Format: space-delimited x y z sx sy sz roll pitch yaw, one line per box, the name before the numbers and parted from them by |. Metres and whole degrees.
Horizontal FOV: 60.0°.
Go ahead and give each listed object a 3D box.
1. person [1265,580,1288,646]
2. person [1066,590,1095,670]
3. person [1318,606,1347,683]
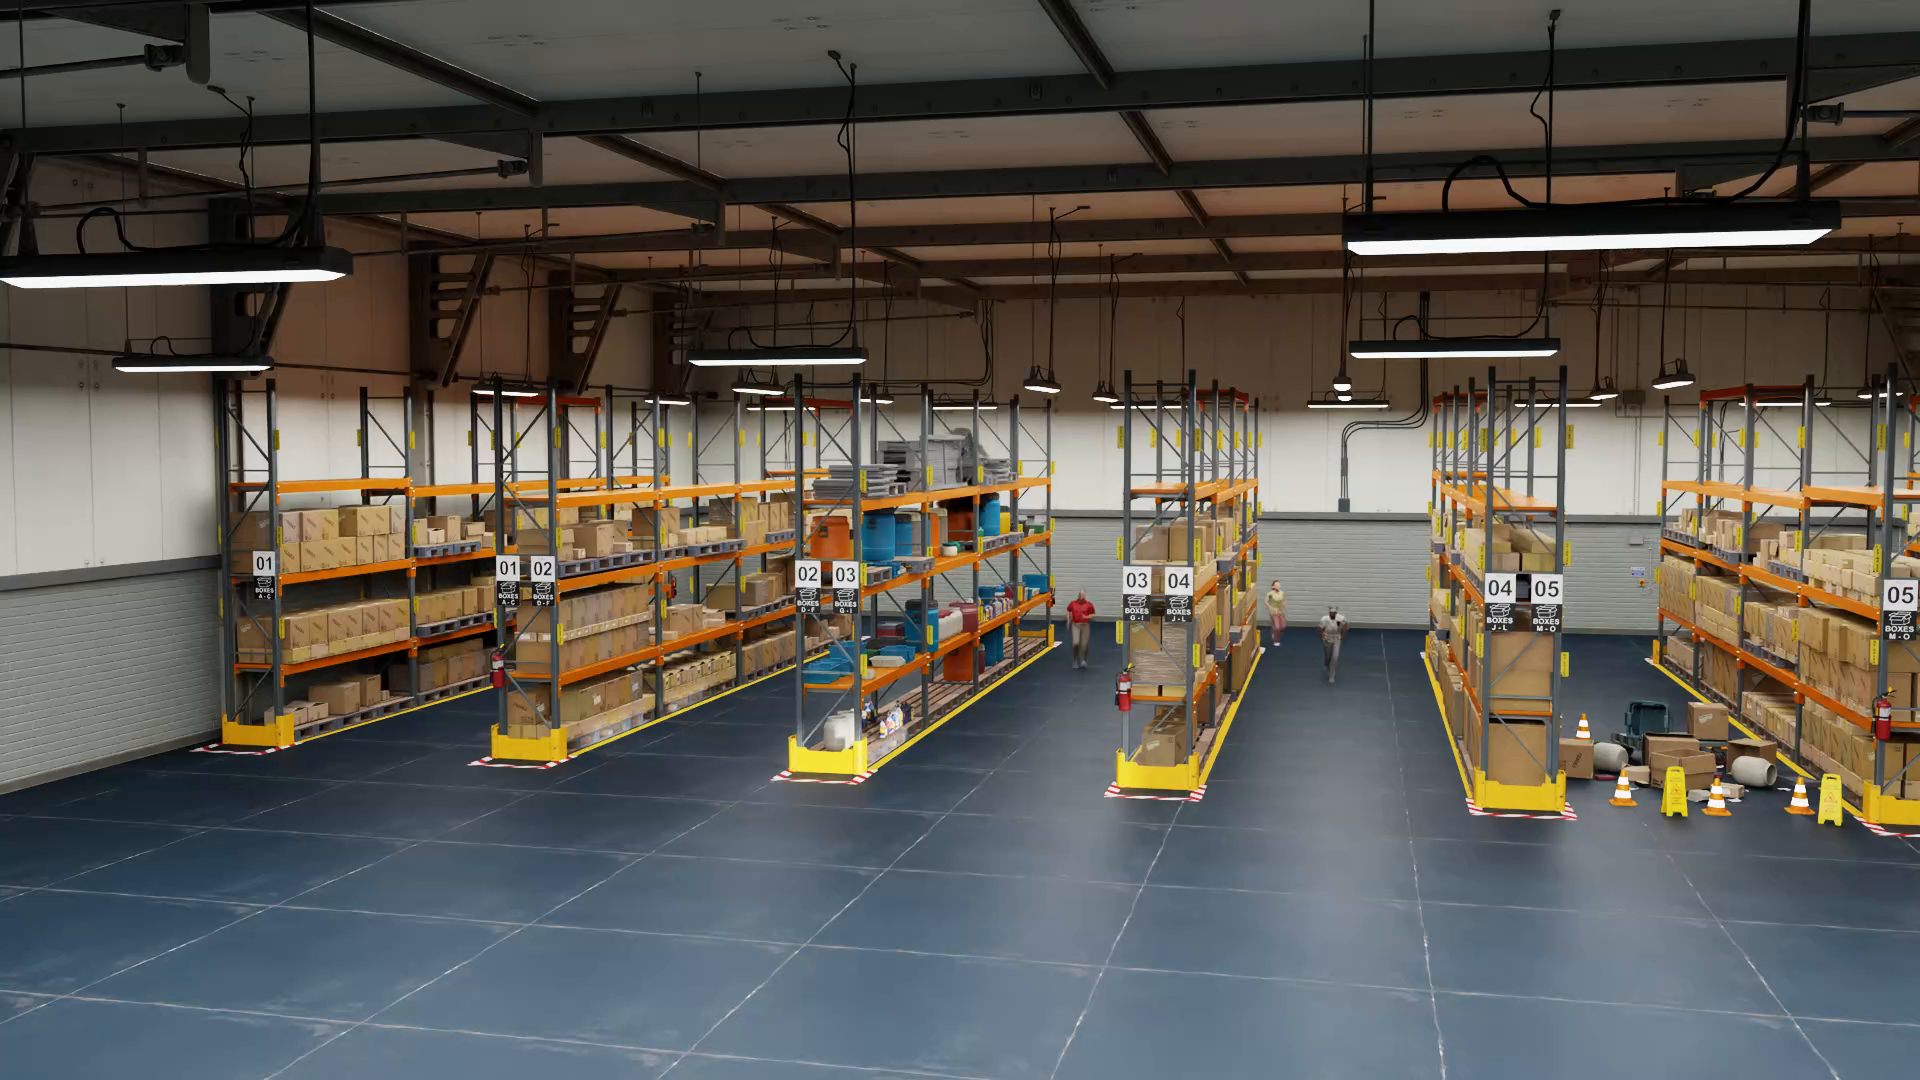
person | 7.701 1.772 40.468 0.575 1.591 0.511 -1 4 -15
person | 2.643 1.971 36.398 0.634 1.767 0.735 0 3 3
person | 7.762 2.141 34.734 0.601 1.635 0.959 0 3 2
